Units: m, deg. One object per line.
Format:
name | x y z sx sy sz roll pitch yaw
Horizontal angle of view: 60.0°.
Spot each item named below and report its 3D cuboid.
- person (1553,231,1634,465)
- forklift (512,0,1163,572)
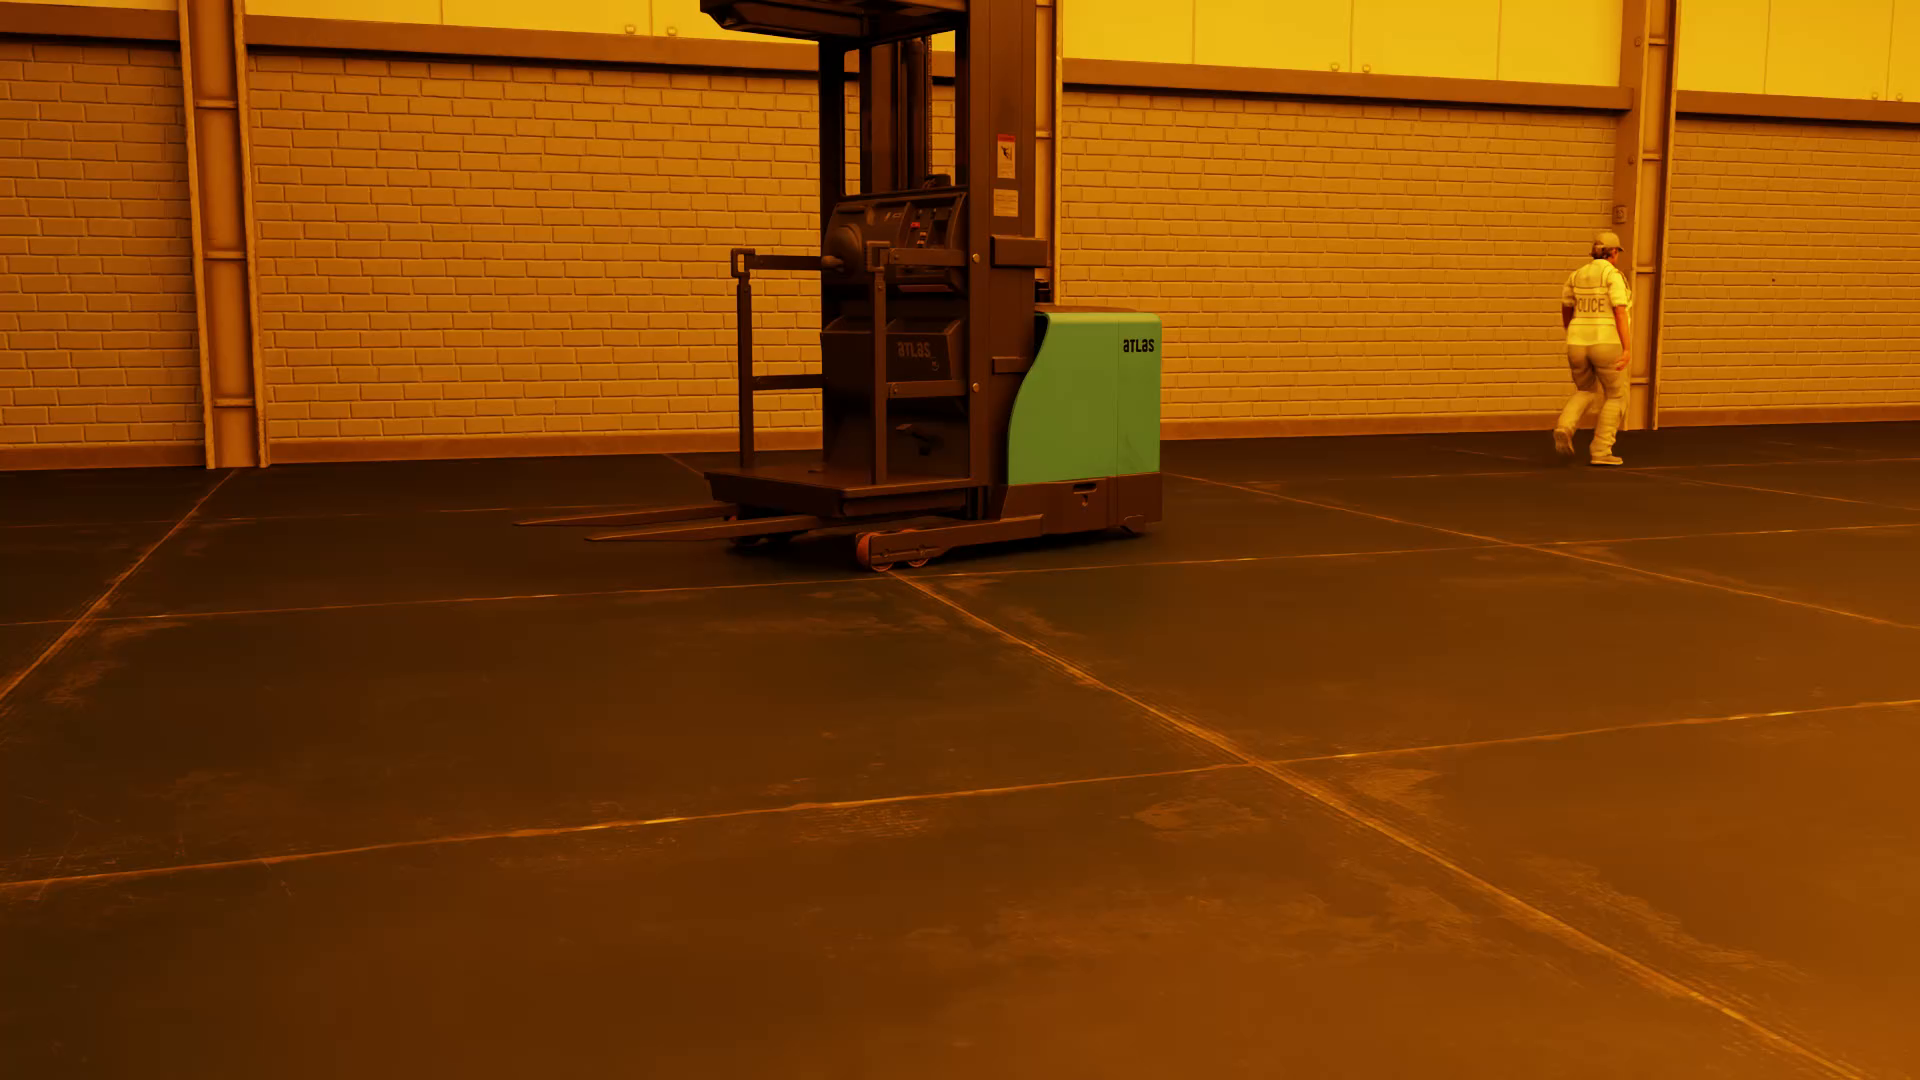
person | 4.527 -1.354 11.800 0.474 1.645 0.651 -5 9 -32
forklift | -0.461 -1.399 7.333 3.031 2.935 1.130 -7 10 -40
